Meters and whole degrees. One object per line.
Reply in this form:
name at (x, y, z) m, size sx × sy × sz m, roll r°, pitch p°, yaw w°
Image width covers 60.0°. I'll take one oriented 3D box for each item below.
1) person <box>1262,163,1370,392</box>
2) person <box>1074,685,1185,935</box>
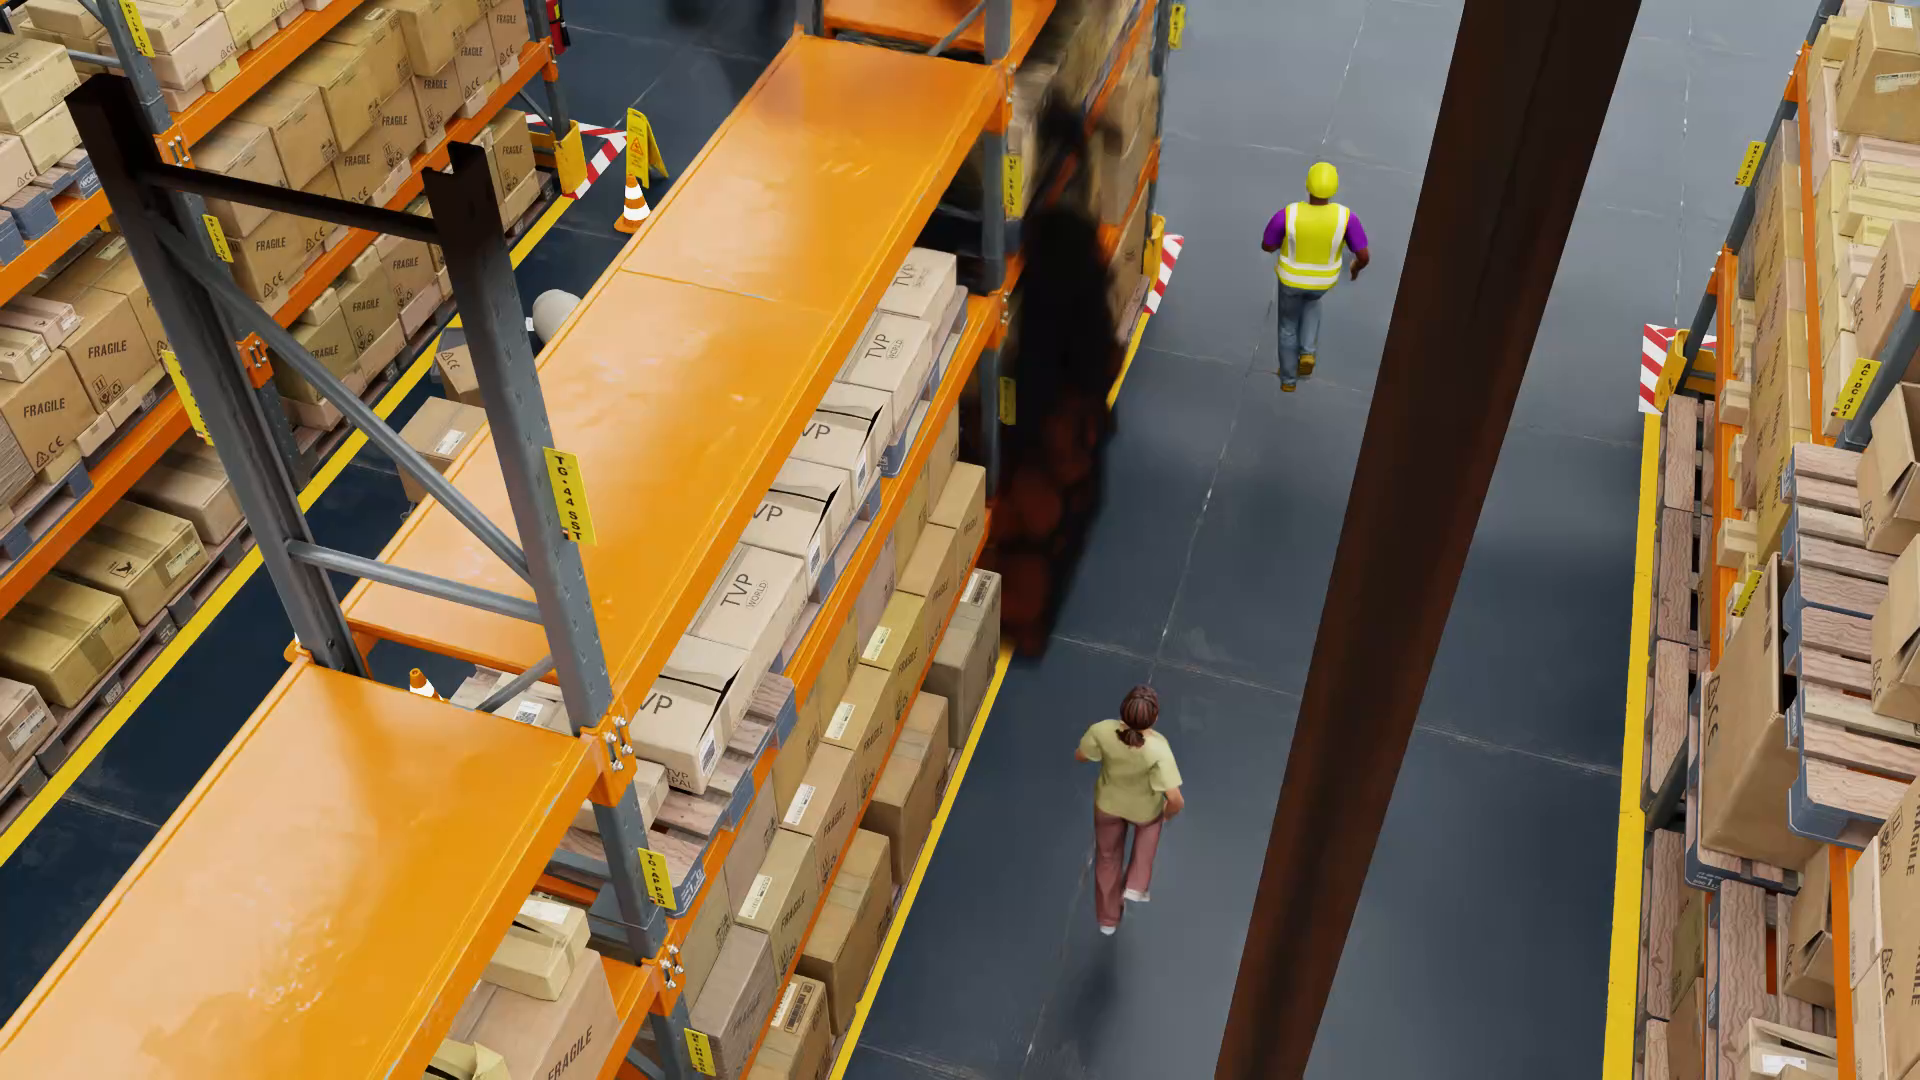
person at (2.365, -1.832, 11.306) m, size 0.690 × 1.745 × 0.597 m, roll 3°, pitch 46°, yaw 3°
person at (0.844, 1.300, 8.318) m, size 0.581 × 1.697 × 0.618 m, roll 12°, pitch 47°, yaw 12°
